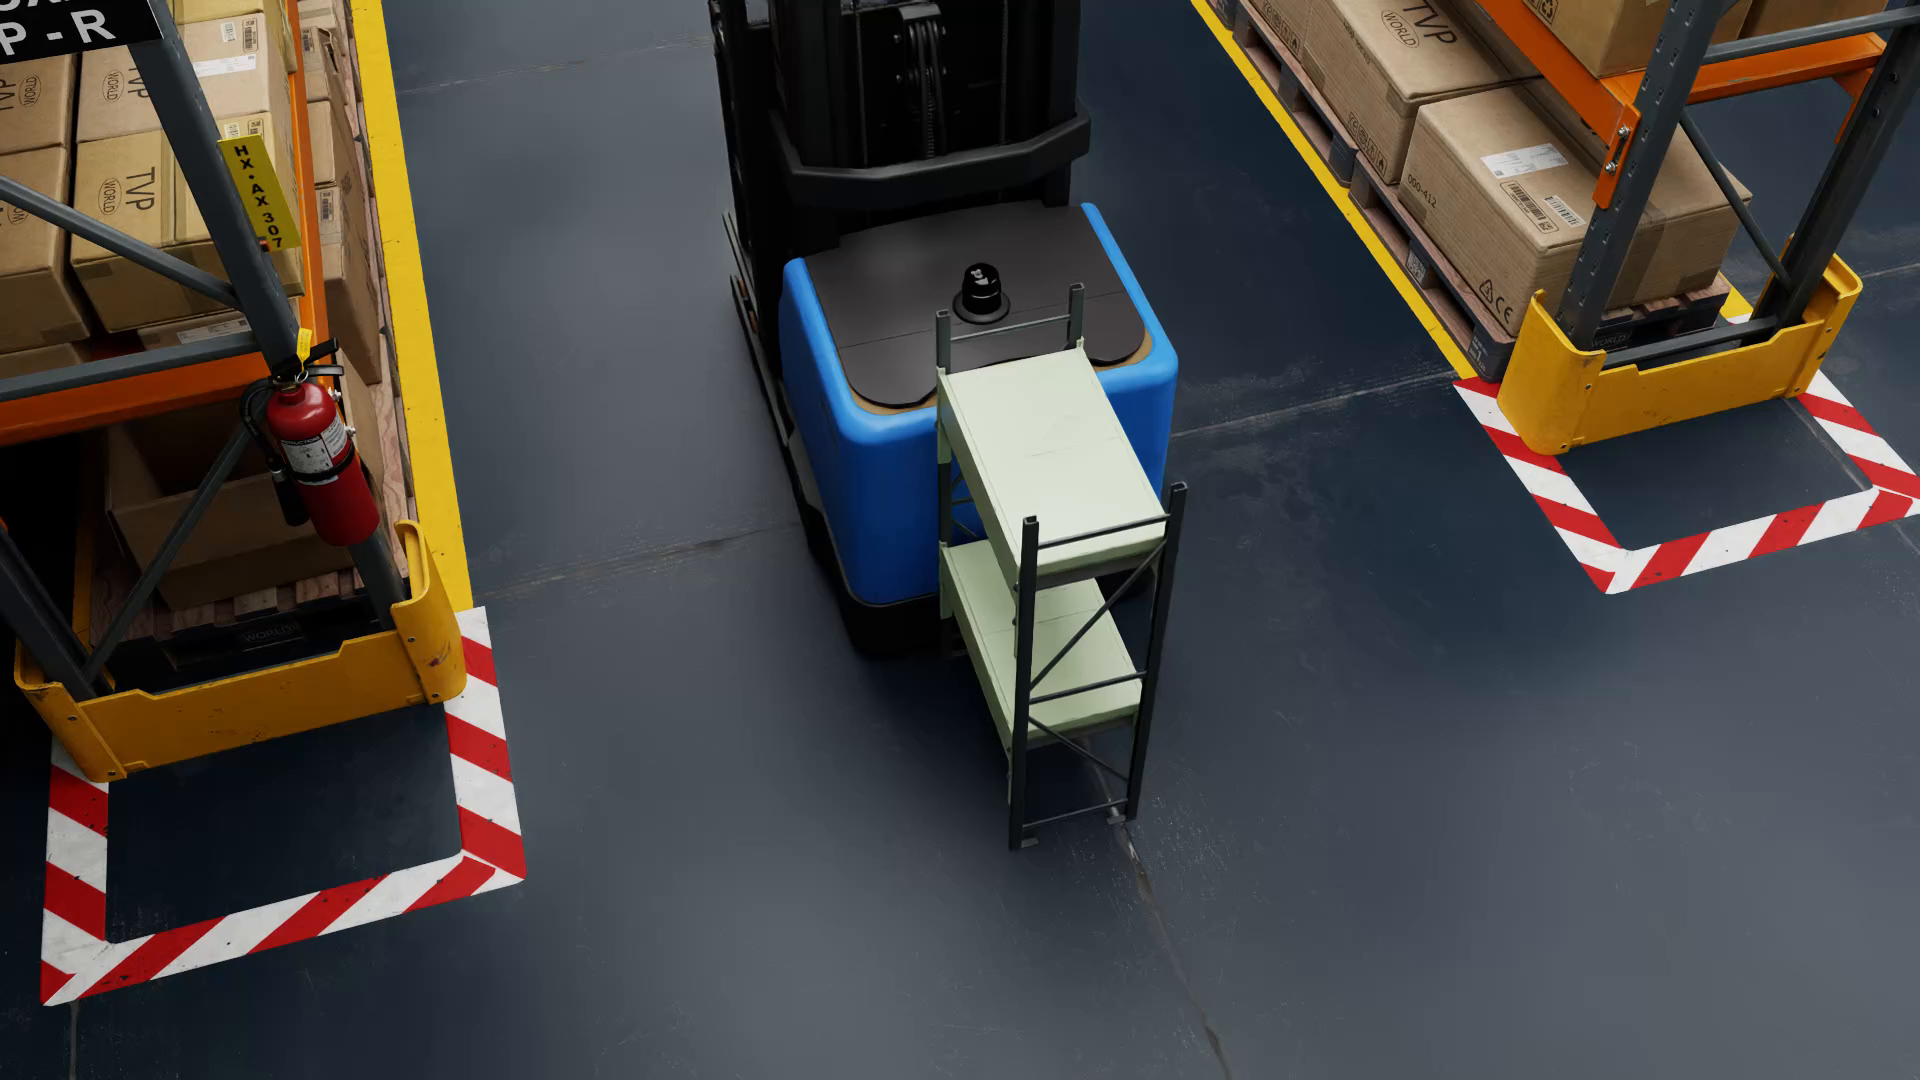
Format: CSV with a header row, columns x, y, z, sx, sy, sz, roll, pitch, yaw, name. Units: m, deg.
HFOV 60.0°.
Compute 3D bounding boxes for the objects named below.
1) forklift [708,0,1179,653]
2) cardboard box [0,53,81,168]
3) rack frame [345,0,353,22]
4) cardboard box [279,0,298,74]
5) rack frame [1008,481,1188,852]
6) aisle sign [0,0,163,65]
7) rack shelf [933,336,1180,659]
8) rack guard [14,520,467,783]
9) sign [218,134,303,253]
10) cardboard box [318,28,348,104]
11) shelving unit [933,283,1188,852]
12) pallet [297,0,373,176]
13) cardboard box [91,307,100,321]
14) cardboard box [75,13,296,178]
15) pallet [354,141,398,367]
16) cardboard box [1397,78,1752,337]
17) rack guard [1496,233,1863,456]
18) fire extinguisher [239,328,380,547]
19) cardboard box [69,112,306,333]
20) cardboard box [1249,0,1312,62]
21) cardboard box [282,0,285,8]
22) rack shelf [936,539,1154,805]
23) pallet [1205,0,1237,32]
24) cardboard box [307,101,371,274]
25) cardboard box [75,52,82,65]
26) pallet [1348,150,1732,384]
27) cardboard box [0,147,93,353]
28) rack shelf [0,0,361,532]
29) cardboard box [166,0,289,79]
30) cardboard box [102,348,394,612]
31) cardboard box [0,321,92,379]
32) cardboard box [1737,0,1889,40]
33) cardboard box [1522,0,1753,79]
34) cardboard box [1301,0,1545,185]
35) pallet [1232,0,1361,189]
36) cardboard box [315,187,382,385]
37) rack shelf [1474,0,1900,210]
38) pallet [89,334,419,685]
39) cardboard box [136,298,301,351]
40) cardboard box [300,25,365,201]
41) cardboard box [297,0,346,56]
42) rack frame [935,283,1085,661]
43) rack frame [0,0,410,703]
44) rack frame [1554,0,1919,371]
x,y,z,sx,sy,sz,roll,pitch,yaw,name
-0.254,-1.739,5.299,1.130,2.935,3.031,-13,51,-11,forklift
-2.702,-1.108,4.626,0.500,0.250,0.500,-13,51,-11,cardboard box
-3.344,-3.329,6.595,1.000,3.000,0.127,-13,51,-11,rack frame
-2.329,-1.581,5.285,0.380,0.149,0.250,-15,51,-12,cardboard box
0.339,0.397,4.434,0.400,1.500,0.023,-13,51,-11,rack frame
-1.860,-1.262,3.152,0.394,0.787,0.004,-13,51,-11,aisle sign
0.235,-0.123,4.362,0.431,0.370,0.720,-13,51,-11,rack shelf
-2.183,0.342,5.134,1.175,0.500,0.348,-13,51,-11,rack guard
-1.643,-0.810,3.904,0.100,0.325,0.005,-13,51,-11,sign
-2.793,-1.982,6.973,0.396,0.266,0.258,-12,51,-10,cardboard box
0.235,0.129,4.661,0.431,1.500,0.755,-13,51,-11,shelving unit
-3.142,-1.929,7.238,1.003,0.211,1.213,-13,51,-11,pallet
-2.532,-0.707,4.549,0.380,0.149,0.250,-12,51,-10,cardboard box
-2.187,-1.216,4.717,0.500,0.250,0.500,-13,51,-11,cardboard box
-2.777,-1.036,6.485,1.003,0.211,1.213,-13,51,-11,pallet
2.289,-1.302,6.287,0.875,0.438,0.875,-15,51,-12,cardboard box
2.587,-0.709,6.021,1.175,0.500,0.348,-13,51,-11,rack guard
-1.676,-0.260,4.301,0.296,0.674,0.183,-13,51,-11,fire extinguisher
-2.038,-0.848,4.406,0.500,0.250,0.500,-13,51,-11,cardboard box
1.745,-2.627,7.404,0.875,0.438,0.875,-15,51,-12,cardboard box
-2.427,-1.769,5.443,0.380,0.149,0.250,-12,51,-10,cardboard box
0.235,0.339,4.910,0.431,0.370,0.720,-13,51,-11,rack shelf
1.547,-2.982,8.126,1.003,0.211,1.213,-13,51,-11,pallet
-2.528,-1.247,6.200,0.500,0.500,0.500,-12,51,-10,cardboard box
-2.844,-1.471,4.932,0.500,0.250,0.500,-12,51,-10,cardboard box
2.269,-1.200,6.624,1.003,0.211,1.213,-13,51,-11,pallet
-2.550,-0.731,4.308,0.500,0.250,0.500,-12,51,-10,cardboard box
-2.752,-1.637,5.638,1.077,0.370,4.000,-13,51,-11,rack shelf
-2.340,-1.585,5.028,0.500,0.250,0.500,-14,51,-12,cardboard box
-2.251,-0.207,5.320,0.797,0.503,0.637,-15,52,-12,cardboard box
-2.515,-0.508,4.381,0.380,0.149,0.250,-14,51,-11,cardboard box
2.712,-1.980,5.392,0.500,0.500,0.500,-14,51,-11,cardboard box
2.184,-1.857,5.289,0.500,0.500,0.500,-13,51,-11,cardboard box
2.010,-1.968,6.848,0.875,0.438,0.875,-12,51,-10,cardboard box
1.911,-2.090,7.374,1.003,0.211,1.213,-13,51,-11,pallet
-2.467,-0.839,5.855,0.700,0.500,0.500,-11,51,-9,cardboard box
1.988,-2.762,6.587,1.077,0.370,4.000,-13,51,-11,rack shelf
-2.420,-0.146,5.736,1.003,0.211,1.213,-13,51,-11,pallet
-1.996,-0.629,4.483,0.380,0.149,0.250,-14,51,-11,cardboard box
-2.774,-1.597,6.495,0.700,0.500,0.500,-15,52,-12,cardboard box
-2.898,-2.205,7.237,0.380,0.149,0.250,-15,51,-12,cardboard box
0.131,-0.140,4.887,0.400,1.500,0.023,-13,51,-11,rack frame
-2.161,-0.408,4.132,1.000,3.000,0.127,-13,51,-11,rack frame
2.580,-1.533,5.080,1.000,3.000,0.127,-13,51,-11,rack frame
